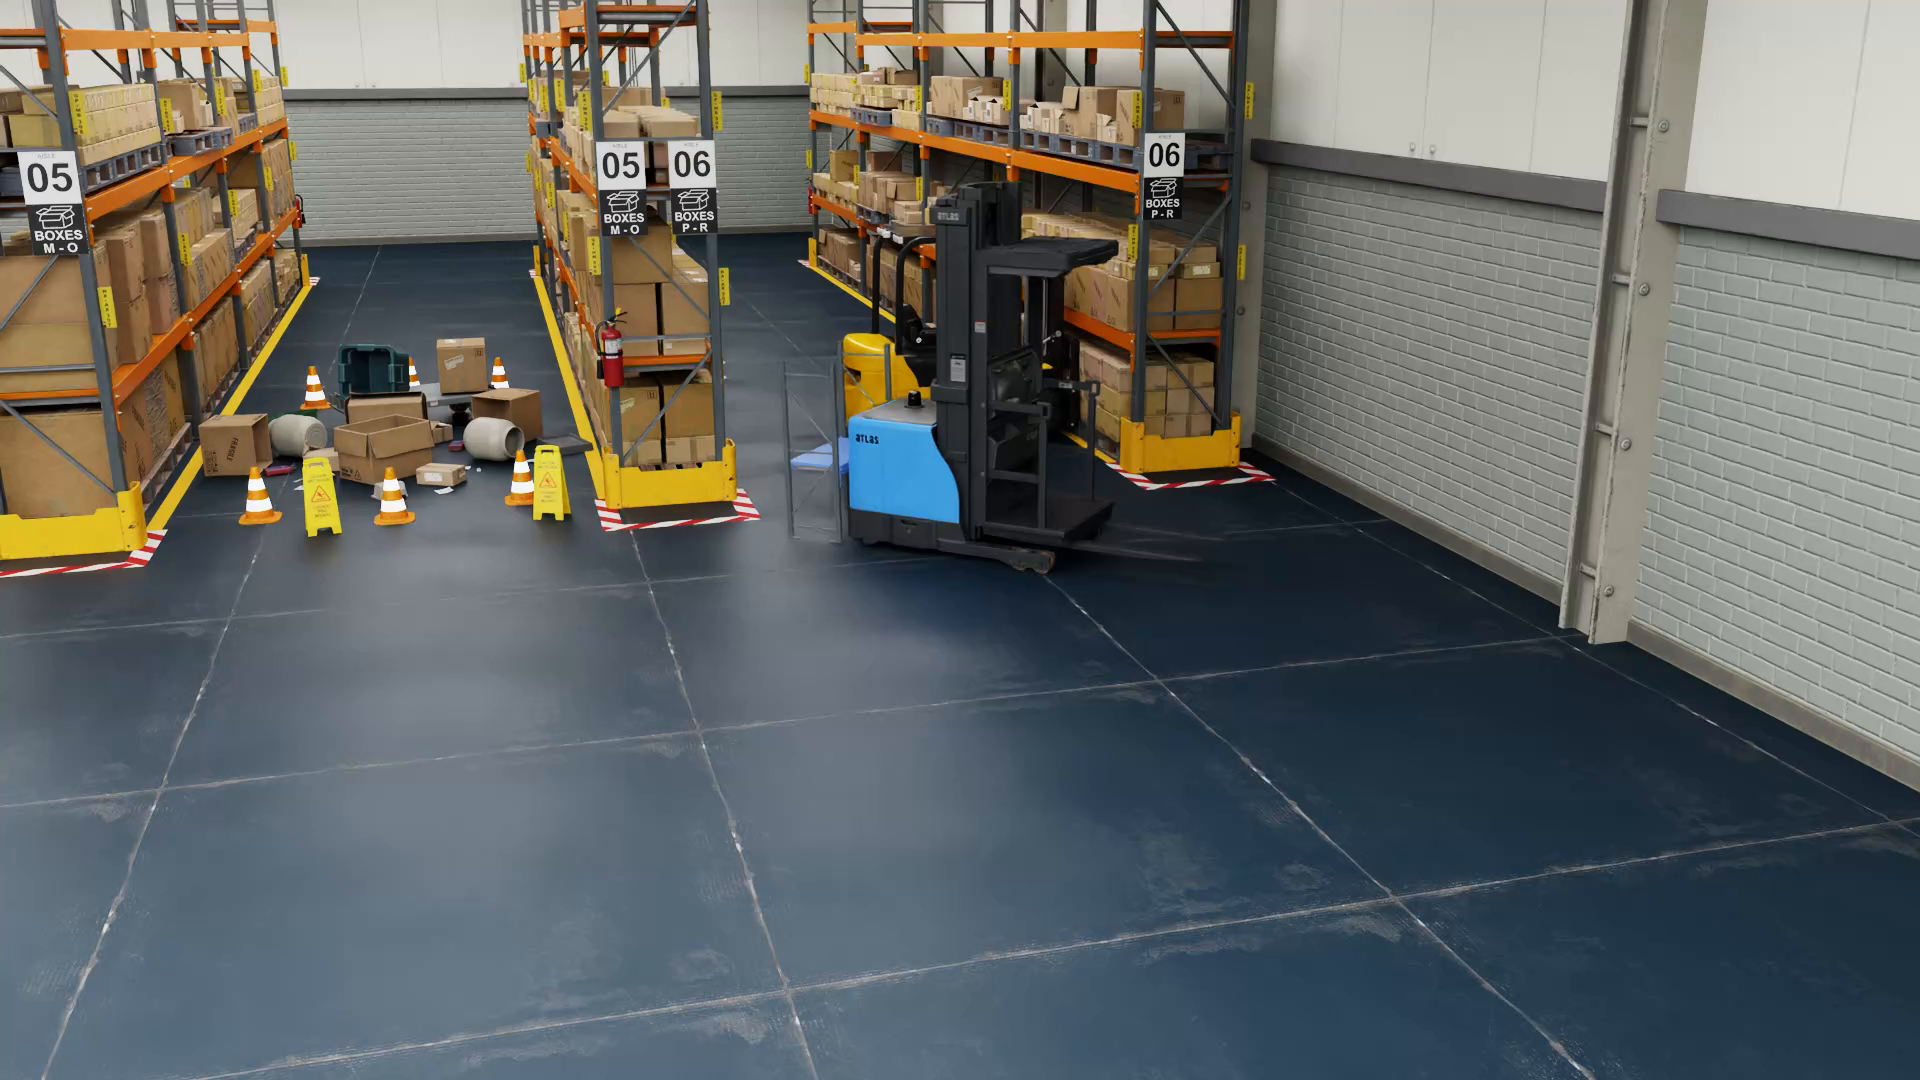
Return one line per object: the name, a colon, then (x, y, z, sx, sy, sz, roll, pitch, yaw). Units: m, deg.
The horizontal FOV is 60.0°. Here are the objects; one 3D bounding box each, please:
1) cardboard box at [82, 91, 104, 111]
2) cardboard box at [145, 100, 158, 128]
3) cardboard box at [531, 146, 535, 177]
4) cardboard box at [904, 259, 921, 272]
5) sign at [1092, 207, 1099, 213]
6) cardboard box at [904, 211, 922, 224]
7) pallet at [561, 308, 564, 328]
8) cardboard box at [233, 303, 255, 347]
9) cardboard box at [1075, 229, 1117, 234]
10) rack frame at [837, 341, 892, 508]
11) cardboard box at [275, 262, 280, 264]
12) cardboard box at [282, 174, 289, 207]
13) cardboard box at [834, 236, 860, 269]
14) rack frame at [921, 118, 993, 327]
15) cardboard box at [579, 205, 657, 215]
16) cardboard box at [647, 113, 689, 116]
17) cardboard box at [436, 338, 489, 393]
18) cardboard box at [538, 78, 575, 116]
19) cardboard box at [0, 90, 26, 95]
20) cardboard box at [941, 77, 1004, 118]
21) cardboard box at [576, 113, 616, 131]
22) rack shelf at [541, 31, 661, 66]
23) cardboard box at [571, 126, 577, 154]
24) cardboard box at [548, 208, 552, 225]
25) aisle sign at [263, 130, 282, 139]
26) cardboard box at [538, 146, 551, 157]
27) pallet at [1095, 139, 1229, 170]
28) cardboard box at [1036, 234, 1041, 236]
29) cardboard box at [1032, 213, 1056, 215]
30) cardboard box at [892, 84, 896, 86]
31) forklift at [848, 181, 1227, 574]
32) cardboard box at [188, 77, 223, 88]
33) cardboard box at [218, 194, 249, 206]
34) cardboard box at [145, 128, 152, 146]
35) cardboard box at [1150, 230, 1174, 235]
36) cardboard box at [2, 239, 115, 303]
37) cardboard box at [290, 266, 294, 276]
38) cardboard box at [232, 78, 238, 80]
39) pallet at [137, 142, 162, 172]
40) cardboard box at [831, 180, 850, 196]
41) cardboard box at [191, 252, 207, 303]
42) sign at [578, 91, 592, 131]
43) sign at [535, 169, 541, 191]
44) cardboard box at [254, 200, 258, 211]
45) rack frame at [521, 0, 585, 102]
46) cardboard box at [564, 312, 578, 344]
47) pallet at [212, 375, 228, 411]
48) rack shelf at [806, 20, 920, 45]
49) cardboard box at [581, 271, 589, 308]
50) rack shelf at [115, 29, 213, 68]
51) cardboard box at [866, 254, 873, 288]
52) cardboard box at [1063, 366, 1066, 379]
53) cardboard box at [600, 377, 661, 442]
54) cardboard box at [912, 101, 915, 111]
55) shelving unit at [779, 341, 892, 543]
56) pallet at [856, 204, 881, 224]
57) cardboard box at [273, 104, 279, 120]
cardboard box: (-7.338, -3.637, 13.779, 0.380, 0.149, 0.250, -5, 17, -15)
cardboard box: (-8.062, -4.109, 16.043, 0.500, 0.250, 0.500, -5, 17, -16)
cardboard box: (-7.003, -6.436, 28.254, 0.500, 0.500, 0.500, -5, 17, -17)
cardboard box: (-0.652, -4.114, 24.922, 0.380, 0.149, 0.250, -5, 17, -16)
sign: (1.593, -3.778, 19.674, 0.100, 0.325, 0.005, -5, 17, -15)
cardboard box: (-0.589, -4.620, 23.825, 0.380, 0.149, 0.250, -4, 17, -14)
pallet: (-5.287, -3.220, 24.304, 1.003, 0.211, 1.213, -5, 17, -15)
cardboard box: (-9.492, -2.795, 21.658, 0.500, 0.500, 0.500, -5, 18, -18)
cardboard box: (1.430, -3.182, 17.514, 0.380, 0.149, 0.250, -4, 17, -14)
rack frame: (-0.822, -0.989, 14.617, 0.500, 1.500, 0.032, 6, 18, 23)
cardboard box: (-10.913, -4.277, 26.168, 0.380, 0.149, 0.250, -5, 18, -18)
cardboard box: (-11.086, -5.592, 26.664, 0.500, 0.500, 0.500, -5, 17, -15)
cardboard box: (-1.915, -5.034, 29.113, 0.500, 0.500, 0.500, -4, 17, -14)
rack frame: (-0.040, -4.388, 23.346, 1.000, 3.000, 0.127, -5, 17, -15)
cardboard box: (-3.338, -2.997, 16.287, 0.700, 0.500, 0.500, -5, 17, -16)
cardboard box: (-2.759, -3.952, 15.730, 0.380, 0.149, 0.250, -4, 17, -14)
cardboard box: (-5.415, -1.904, 18.107, 0.500, 0.500, 0.500, -5, 17, -15)
cardboard box: (-5.575, -6.145, 23.076, 0.500, 0.500, 0.500, -5, 17, -15)
cardboard box: (-8.113, -3.728, 14.080, 0.380, 0.149, 0.250, -5, 17, -16)
cardboard box: (0.160, -5.770, 21.656, 0.700, 0.500, 0.500, -5, 17, -16)
cardboard box: (-3.444, -3.971, 15.796, 0.380, 0.149, 0.250, -4, 17, -14)
rack shelf: (-4.262, -5.778, 19.492, 1.077, 0.370, 4.000, -5, 17, -15)
cardboard box: (-3.579, -3.970, 16.485, 0.500, 0.250, 0.500, -5, 17, -15)
cardboard box: (-5.494, -4.557, 23.302, 0.500, 0.250, 0.500, -5, 17, -17)
aisle sign: (-11.473, -7.077, 27.779, 0.394, 0.787, 0.004, -5, 17, -15)
cardboard box: (-6.301, -5.998, 25.668, 0.380, 0.149, 0.250, -5, 17, -16)
pallet: (1.989, -3.767, 16.218, 1.003, 0.211, 1.213, -5, 17, -15)
cardboard box: (1.062, -3.316, 18.475, 0.380, 0.149, 0.250, -4, 17, -14)
cardboard box: (0.988, -3.971, 20.656, 0.380, 0.149, 0.250, -5, 17, -16)
cardboard box: (-0.853, -7.059, 26.040, 0.380, 0.149, 0.250, -5, 17, -15)
forklift: (0.625, -1.312, 13.225, 3.031, 2.935, 1.130, 8, 19, 25)
cardboard box: (-9.639, -5.770, 21.228, 0.396, 0.266, 0.258, -5, 17, -15)
cardboard box: (-10.128, -4.733, 23.168, 0.380, 0.149, 0.250, -5, 17, -15)
cardboard box: (-7.894, -3.817, 15.765, 0.380, 0.149, 0.250, -4, 17, -14)
cardboard box: (2.019, -3.154, 17.419, 0.380, 0.149, 0.250, -5, 17, -17)
cardboard box: (-7.649, -2.202, 13.930, 0.875, 0.550, 0.550, -5, 17, -15)
cardboard box: (-11.023, -4.357, 26.951, 0.380, 0.149, 0.250, -4, 17, -14)
cardboard box: (-11.576, -7.193, 26.167, 0.380, 0.149, 0.250, -4, 17, -14)
pallet: (-8.229, -3.636, 15.782, 1.003, 0.211, 1.213, -5, 17, -15)
cardboard box: (-1.931, -6.105, 28.807, 0.500, 0.250, 0.500, -5, 17, -17)
cardboard box: (-8.469, -2.823, 17.962, 0.500, 0.500, 0.500, -5, 17, -15)
sign: (-3.152, -3.604, 13.983, 0.100, 0.325, 0.005, -5, 17, -15)
sign: (-6.444, -5.509, 25.436, 0.100, 0.325, 0.005, -5, 17, -15)
cardboard box: (-10.343, -4.810, 23.942, 0.380, 0.149, 0.250, -4, 17, -14)
rack frame: (-7.010, -9.080, 28.540, 1.000, 3.000, 0.127, -5, 17, -15)
cardboard box: (-4.666, -2.780, 21.831, 0.950, 0.372, 0.625, -6, 18, -19)
pallet: (-9.067, -1.679, 19.174, 1.003, 0.211, 1.213, -5, 17, -15)
rack shelf: (-1.689, -8.575, 28.112, 1.077, 0.370, 4.000, -5, 17, -15)
cardboard box: (-3.573, -2.658, 16.895, 0.500, 0.500, 0.500, -5, 17, -16)
rack shelf: (-8.994, -5.359, 18.096, 1.077, 0.370, 4.000, -5, 17, -15)
cardboard box: (-1.223, -4.347, 26.824, 0.500, 0.500, 0.500, -4, 17, -13)
cardboard box: (1.301, -1.828, 18.004, 0.500, 0.250, 0.500, -5, 17, -15)
cardboard box: (-3.084, -1.226, 15.565, 0.500, 0.500, 0.500, -5, 17, -15)
cardboard box: (-0.469, -6.171, 23.634, 0.380, 0.149, 0.250, -4, 17, -14)
shelving unit: (-1.025, -0.855, 14.170, 0.538, 1.500, 1.048, 6, 18, 23)
pallet: (-1.025, -5.173, 26.292, 1.003, 0.211, 1.213, -5, 17, -15)
cardboard box: (-11.092, -6.769, 26.319, 0.500, 0.250, 0.500, -4, 17, -13)
